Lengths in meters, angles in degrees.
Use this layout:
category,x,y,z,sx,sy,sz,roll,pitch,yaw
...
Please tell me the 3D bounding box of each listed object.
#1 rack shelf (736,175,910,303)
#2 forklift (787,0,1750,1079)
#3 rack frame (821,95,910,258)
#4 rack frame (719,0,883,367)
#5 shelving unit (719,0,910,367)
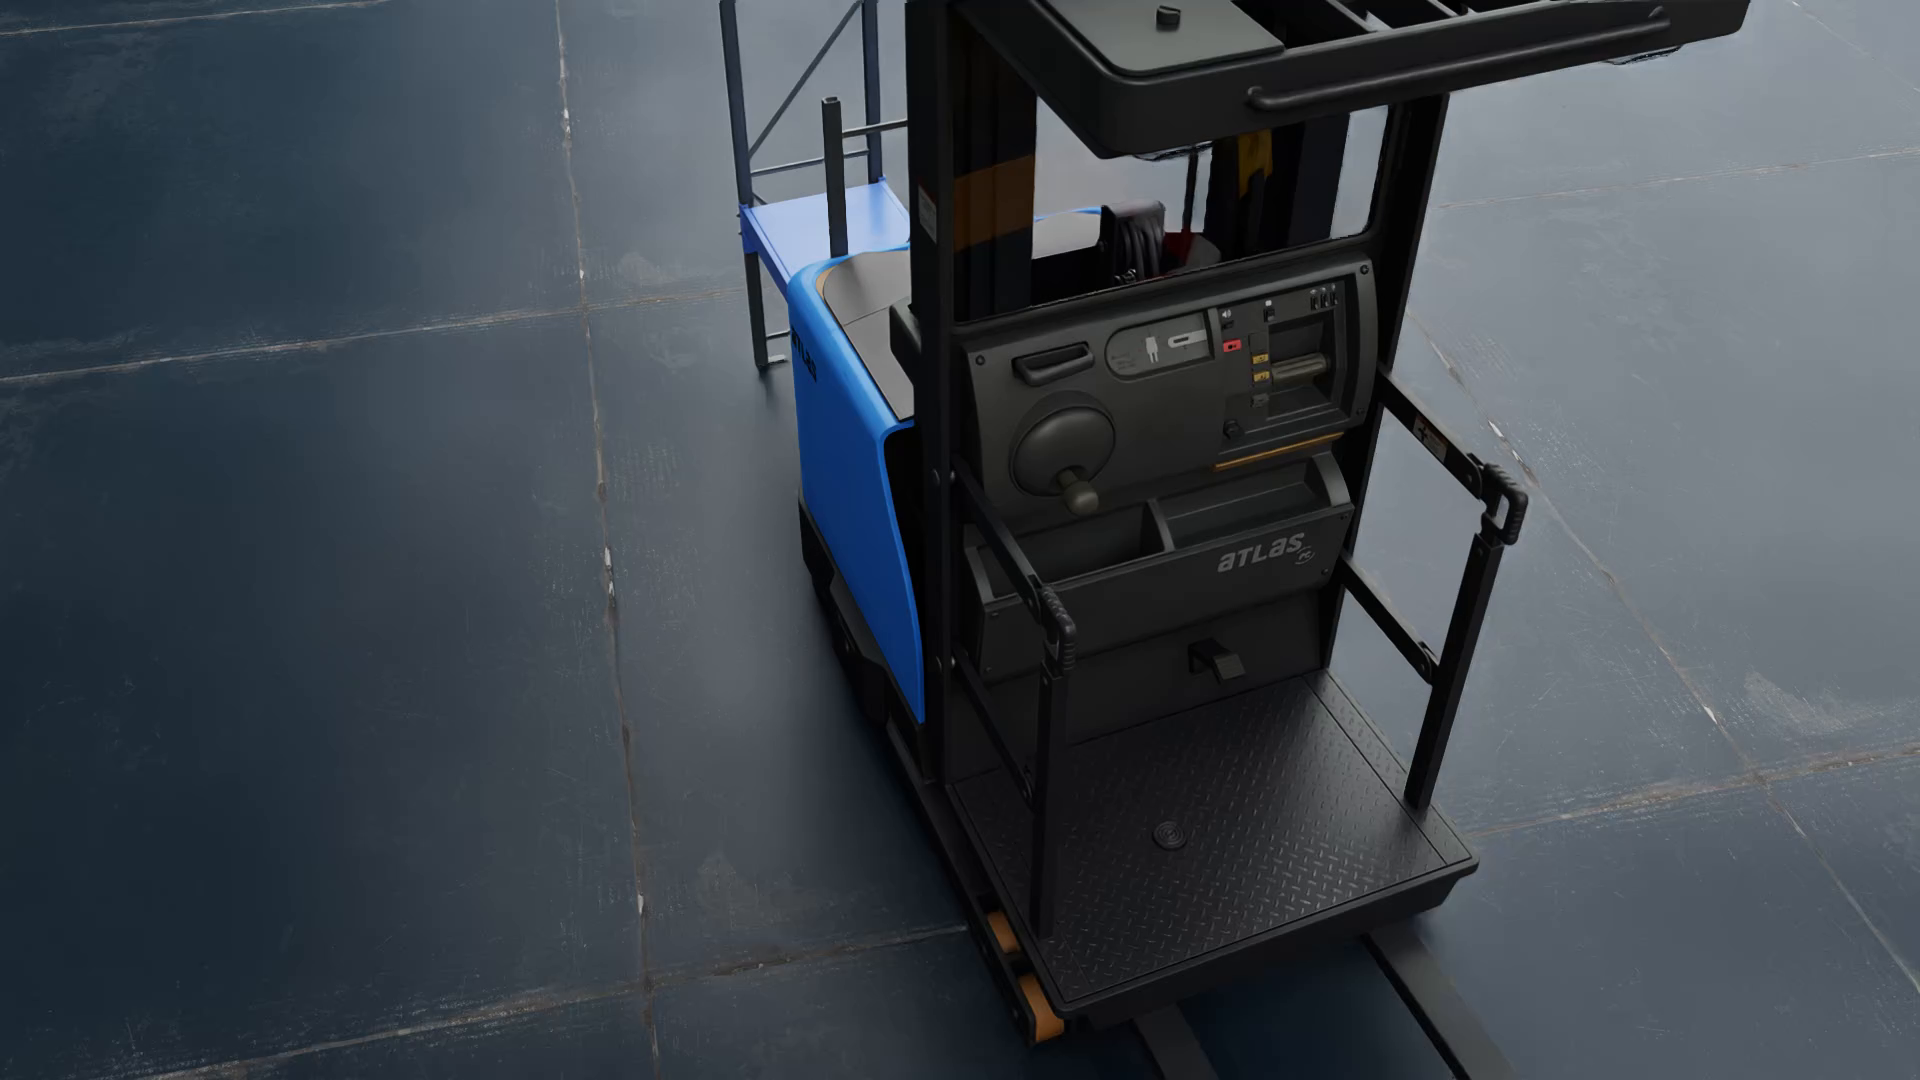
category,x,y,z,sx,sy,sz,roll,pitch,yaw
rack shelf,-0.309,-0.804,5.297,0.538,0.185,1.000,-15,44,-16
forklift,0.539,-0.240,3.313,1.130,2.935,3.031,-15,44,-16
rack frame,-0.119,-0.625,4.824,0.500,1.500,0.032,-15,44,-16
rack frame,-0.499,-1.251,5.530,0.500,1.500,0.032,-15,44,-16
shelving unit,-0.309,-0.938,5.177,0.538,1.500,1.048,-15,44,-16
